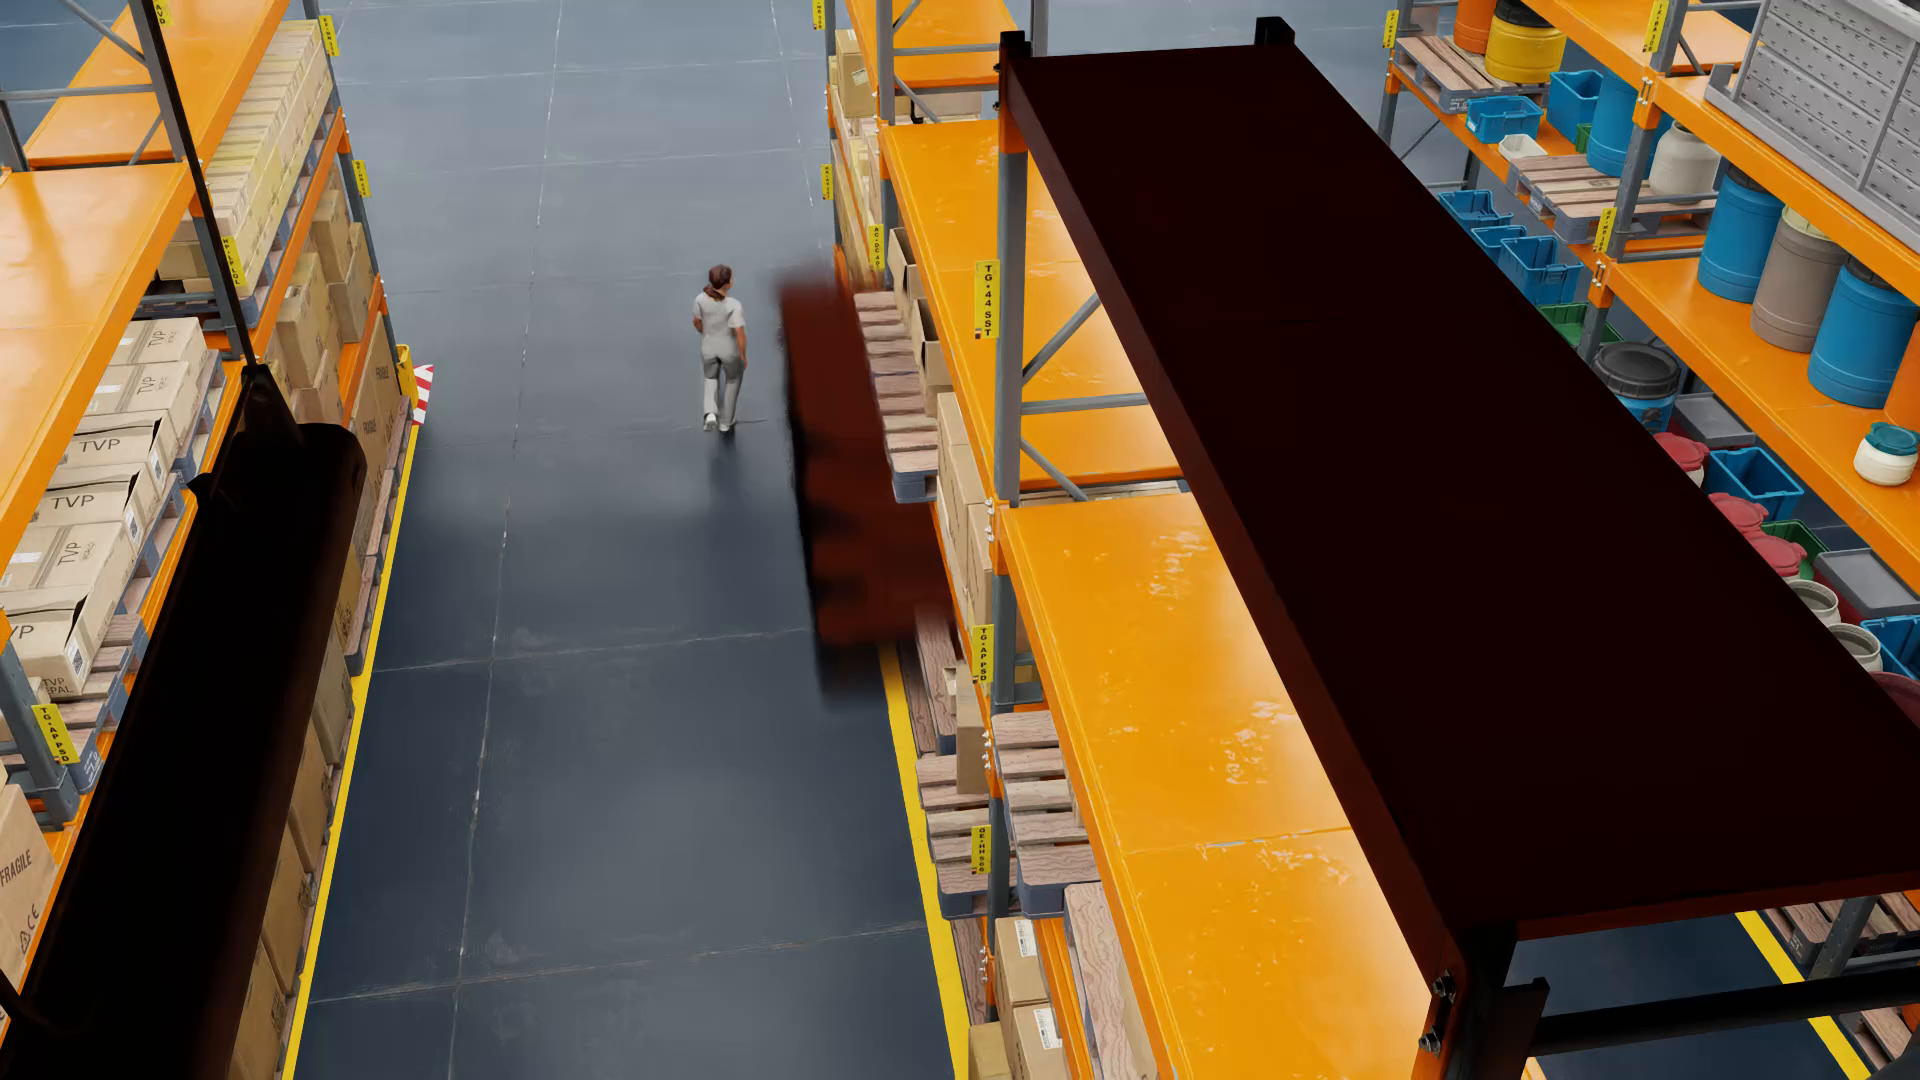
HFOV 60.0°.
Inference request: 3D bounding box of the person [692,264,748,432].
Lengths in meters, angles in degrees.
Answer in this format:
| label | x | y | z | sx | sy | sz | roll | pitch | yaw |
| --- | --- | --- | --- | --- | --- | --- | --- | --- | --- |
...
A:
| label | x | y | z | sx | sy | sz | roll | pitch | yaw |
| --- | --- | --- | --- | --- | --- | --- | --- | --- | --- |
| person | -2.042 | -1.590 | 14.247 | 0.496 | 1.639 | 0.636 | 5 | 37 | 6 |
